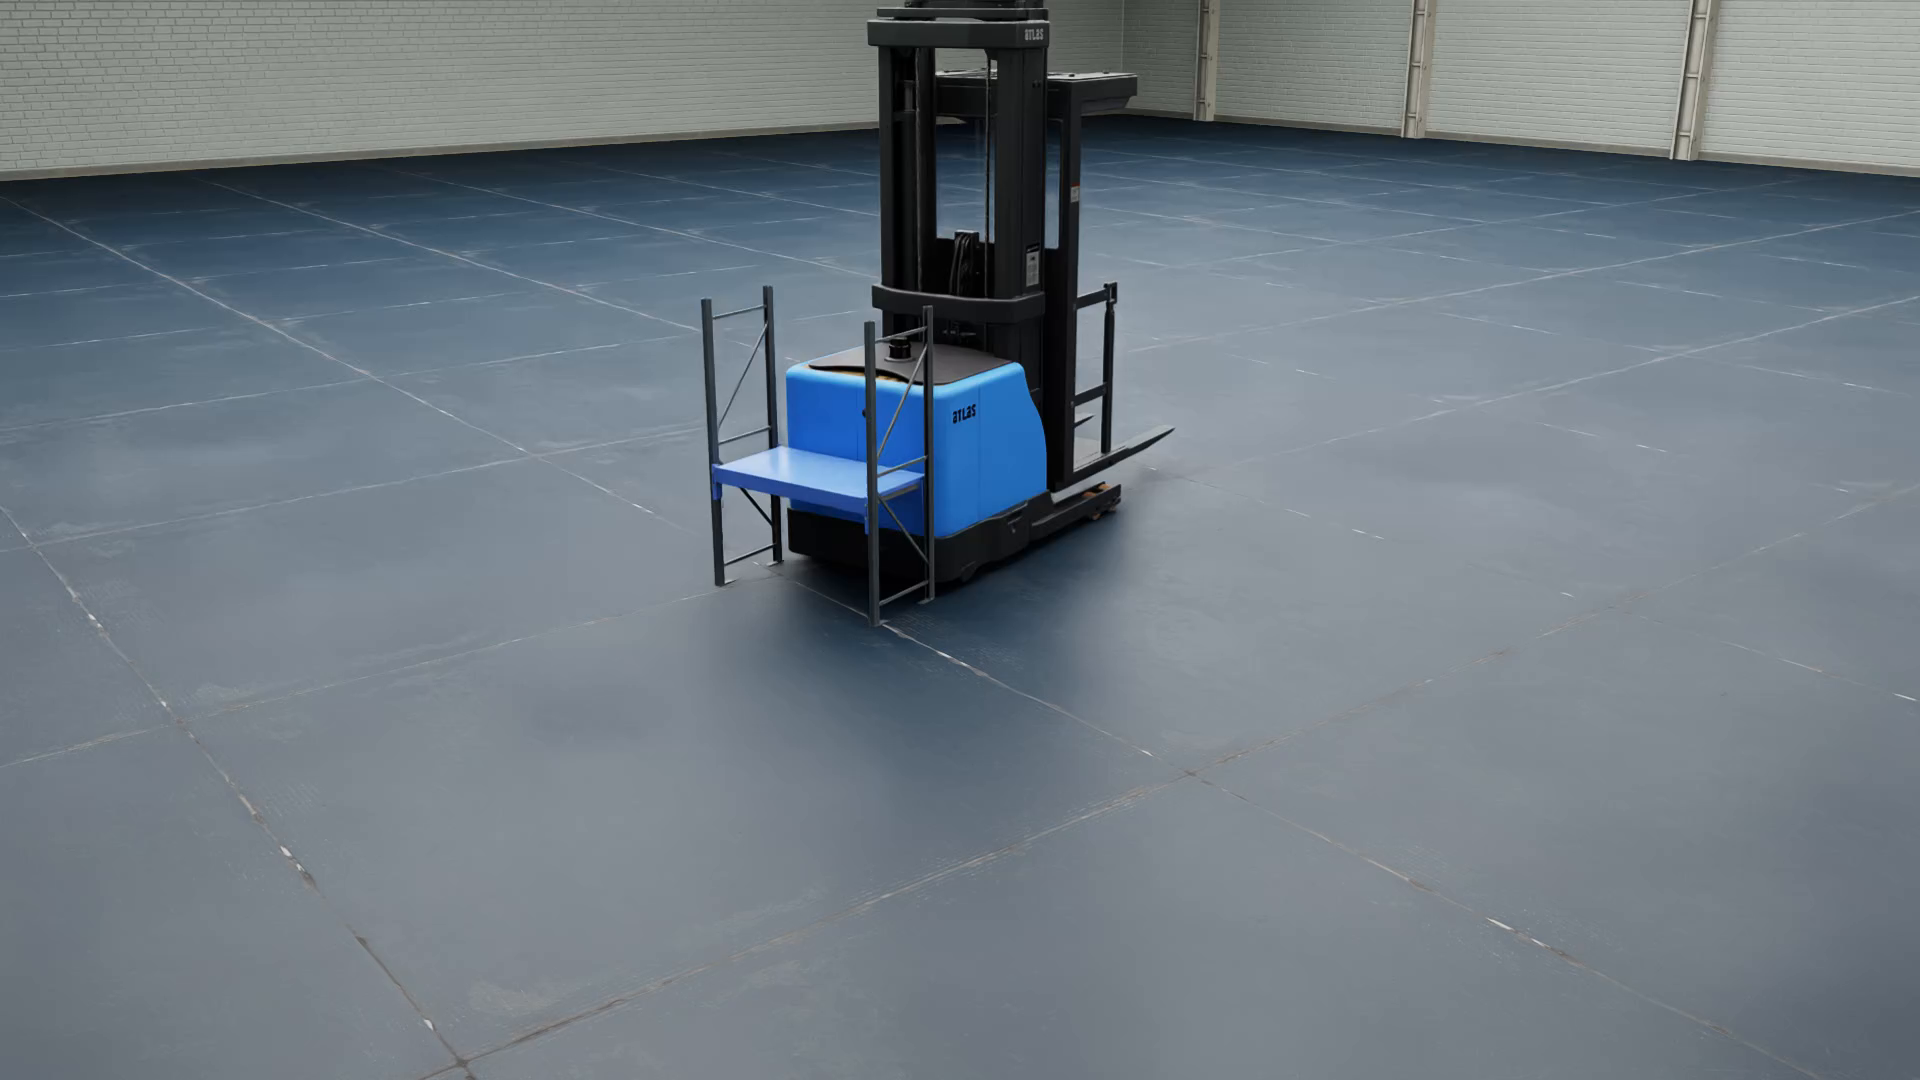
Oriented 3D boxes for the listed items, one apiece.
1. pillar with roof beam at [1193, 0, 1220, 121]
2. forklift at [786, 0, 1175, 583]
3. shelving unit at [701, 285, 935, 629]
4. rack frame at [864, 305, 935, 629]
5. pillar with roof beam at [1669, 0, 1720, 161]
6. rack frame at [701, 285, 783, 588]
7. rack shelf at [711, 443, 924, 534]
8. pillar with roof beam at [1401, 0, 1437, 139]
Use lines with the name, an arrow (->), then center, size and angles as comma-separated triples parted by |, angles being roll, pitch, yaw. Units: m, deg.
pillar with roof beam -> 2.383, -13.335, 35.318 | 9.100, 9.000, 0.400 | -14, 23, -36
forklift -> 0.299, -1.579, 9.468 | 1.130, 2.935, 3.031 | 12, 22, 31
shelving unit -> -0.701, -0.441, 8.308 | 1.048, 1.500, 0.538 | 12, 22, 33
rack frame -> -0.284, -0.349, 8.031 | 0.032, 1.500, 0.500 | 12, 22, 33
pillar with roof beam -> 9.834, -10.378, 26.388 | 9.100, 9.000, 0.400 | -14, 23, -36
rack frame -> -1.117, -0.533, 8.585 | 0.032, 1.500, 0.500 | 12, 22, 33
rack shelf -> -0.700, -0.270, 8.364 | 1.000, 0.185, 0.538 | 12, 22, 33
pillar with roof beam -> 6.108, -11.856, 30.853 | 9.100, 9.000, 0.400 | -14, 23, -36
